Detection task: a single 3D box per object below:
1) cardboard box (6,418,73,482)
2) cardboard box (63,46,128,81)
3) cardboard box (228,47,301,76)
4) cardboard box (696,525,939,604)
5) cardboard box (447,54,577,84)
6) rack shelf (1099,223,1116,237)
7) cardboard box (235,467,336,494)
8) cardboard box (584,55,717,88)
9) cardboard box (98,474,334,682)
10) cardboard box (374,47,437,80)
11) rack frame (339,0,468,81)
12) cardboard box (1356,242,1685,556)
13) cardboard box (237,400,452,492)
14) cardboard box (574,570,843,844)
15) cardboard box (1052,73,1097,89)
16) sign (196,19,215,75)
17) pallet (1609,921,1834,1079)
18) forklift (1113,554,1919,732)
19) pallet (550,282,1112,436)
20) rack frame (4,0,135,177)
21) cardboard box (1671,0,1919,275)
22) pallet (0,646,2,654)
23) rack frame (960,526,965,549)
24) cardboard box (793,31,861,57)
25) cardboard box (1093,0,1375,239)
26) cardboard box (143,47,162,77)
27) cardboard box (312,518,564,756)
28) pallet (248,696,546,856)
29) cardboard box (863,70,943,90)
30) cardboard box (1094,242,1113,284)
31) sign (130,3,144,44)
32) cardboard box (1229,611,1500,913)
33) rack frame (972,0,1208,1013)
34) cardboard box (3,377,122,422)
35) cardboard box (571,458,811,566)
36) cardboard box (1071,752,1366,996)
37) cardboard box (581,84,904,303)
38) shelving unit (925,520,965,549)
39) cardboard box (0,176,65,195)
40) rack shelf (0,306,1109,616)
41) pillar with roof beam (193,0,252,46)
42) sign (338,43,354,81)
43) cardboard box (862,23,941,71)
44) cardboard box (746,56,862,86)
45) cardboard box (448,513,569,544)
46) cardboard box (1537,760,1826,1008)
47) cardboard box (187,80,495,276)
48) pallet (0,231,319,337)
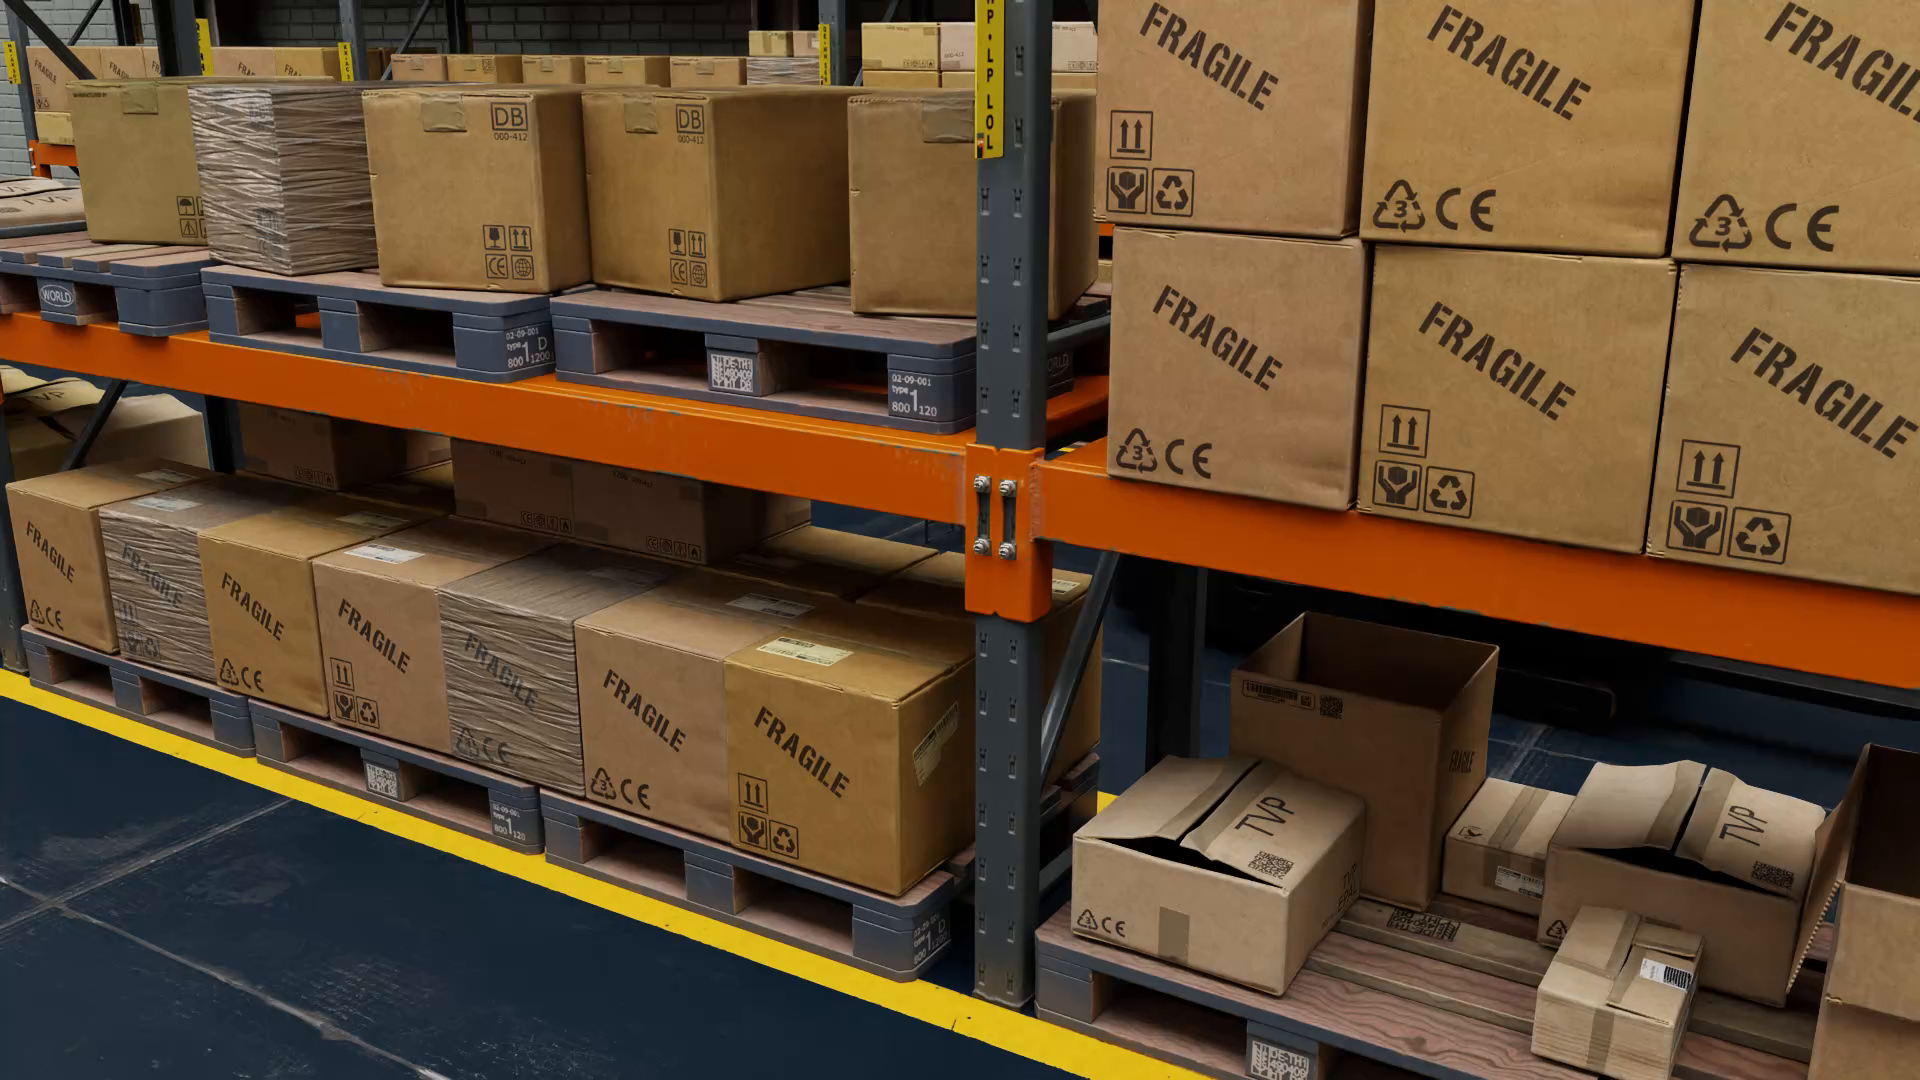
[{"bbox_3d":[-3.640,-0.265,6.136,0.500,0.311,0.500,11,20,31],"label":"cardboard box"},{"bbox_3d":[-6.627,-3.609,13.034,0.500,0.500,0.500,10,20,30],"label":"cardboard box"},{"bbox_3d":[-4.877,-3.295,12.001,0.500,0.500,0.500,10,20,30],"label":"cardboard box"},{"bbox_3d":[-0.401,0.289,4.812,0.500,0.500,0.500,10,20,31],"label":"cardboard box"},{"bbox_3d":[-2.995,-3.014,11.214,0.500,0.500,0.700,13,21,36],"label":"cardboard box"},{"bbox_3d":[1.229,-1.672,8.961,4.000,0.370,1.077,10,20,30],"label":"rack shelf"},{"bbox_3d":[-2.145,-0.023,5.840,0.500,0.500,0.500,11,20,32],"label":"cardboard box"},{"bbox_3d":[-1.954,-2.831,10.612,0.500,0.500,0.700,10,20,30],"label":"cardboard box"},{"bbox_3d":[-2.377,0.111,5.398,0.500,0.500,0.500,9,19,28],"label":"cardboard box"},{"bbox_3d":[-4.175,-3.348,12.176,0.500,0.500,0.500,10,19,29],"label":"cardboard box"},{"bbox_3d":[-3.884,-2.928,11.861,0.127,3.000,1.000,10,20,30],"label":"rack frame"},{"bbox_3d":[1.074,-0.310,3.068,0.500,0.500,0.500,11,20,31],"label":"cardboard box"},{"bbox_3d":[-2.094,-0.374,5.706,0.500,0.250,0.500,11,20,32],"label":"cardboard box"},{"bbox_3d":[-0.643,0.420,4.381,0.500,0.500,0.500,10,20,30],"label":"cardboard box"},{"bbox_3d":[0.669,-2.225,8.826,0.500,0.500,0.500,10,20,30],"label":"cardboard box"},{"bbox_3d":[-2.789,-1.745,6.108,0.005,0.325,0.100,10,20,30],"label":"sign"},{"bbox_3d":[1.972,1.140,3.265,1.213,0.211,1.003,10,20,30],"label":"pallet"},{"bbox_3d":[2.084,-0.962,5.504,3.031,2.935,1.130,11,20,33],"label":"forklift"},{"bbox_3d":[-0.280,-0.541,4.331,1.213,0.211,1.003,10,20,30],"label":"pallet"},{"bbox_3d":[-7.292,-3.537,13.864,0.127,3.000,1.000,10,20,30],"label":"rack frame"},{"bbox_3d":[1.476,-0.712,2.673,0.500,0.500,0.500,9,19,28],"label":"cardboard box"},{"bbox_3d":[-3.746,0.107,6.666,1.213,0.211,1.003,10,20,30],"label":"pallet"},{"bbox_3d":[0.066,-0.562,7.168,0.006,1.200,0.240,10,20,30],"label":"rack frame"},{"bbox_3d":[-0.785,-2.934,9.833,0.250,0.149,0.380,7,18,23],"label":"cardboard box"},{"bbox_3d":[0.598,-0.869,3.189,0.500,0.500,0.500,11,20,31],"label":"cardboard box"},{"bbox_3d":[-5.744,-3.453,12.521,0.500,0.500,0.500,11,20,32],"label":"cardboard box"},{"bbox_3d":[-1.505,0.267,4.886,0.500,0.500,0.500,9,19,28],"label":"cardboard box"},{"bbox_3d":[-1.413,0.550,5.206,1.213,0.211,1.003,10,20,30],"label":"pallet"},{"bbox_3d":[-0.195,-2.382,9.345,0.500,0.500,0.500,11,20,32],"label":"cardboard box"},{"bbox_3d":[0.826,-1.213,9.190,0.750,0.750,0.750,10,20,30],"label":"cardboard box"},{"bbox_3d":[-6.985,-4.377,14.092,0.005,0.325,0.100,10,20,30],"label":"sign"},{"bbox_3d":[0.978,0.518,4.060,0.500,0.500,0.500,10,20,30],"label":"cardboard box"},{"bbox_3d":[0.344,-0.484,3.814,0.127,3.000,1.000,10,20,30],"label":"rack frame"},{"bbox_3d":[-3.809,-0.476,6.832,0.500,0.311,0.500,10,19,29],"label":"cardboard box"},{"bbox_3d":[-0.793,-0.143,4.946,0.500,0.250,0.500,10,20,30],"label":"cardboard box"},{"bbox_3d":[0.589,0.709,3.754,0.500,0.311,0.500,10,20,30],"label":"cardboard box"},{"bbox_3d":[-0.562,-0.949,4.451,0.500,0.500,0.700,14,22,39],"label":"cardboard box"},{"bbox_3d":[-0.012,-0.576,7.214,0.189,1.200,0.258,10,20,30],"label":"shelving unit"},{"bbox_3d":[-3.725,-1.234,6.436,0.500,0.311,0.500,10,19,29],"label":"cardboard box"},{"bbox_3d":[-1.360,-0.444,4.920,4.000,0.370,1.077,10,20,30],"label":"rack shelf"},{"bbox_3d":[-8.496,-5.449,9.837,0.400,9.000,9.100,10,20,30],"label":"pillar with roof beam"},{"bbox_3d":[-4.161,-3.207,11.289,0.005,0.325,0.100,10,20,30],"label":"sign"},{"bbox_3d":[-0.199,-2.741,9.236,0.500,0.250,0.500,11,20,31],"label":"cardboard box"},{"bbox_3d":[-0.881,-2.647,10.007,0.500,0.500,0.700,8,18,24],"label":"cardboard box"},{"bbox_3d":[-1.253,0.134,5.322,0.500,0.500,0.500,9,19,28],"label":"cardboard box"},{"bbox_3d":[1.617,0.722,3.711,0.500,0.311,0.500,10,20,30],"label":"cardboard box"},{"bbox_3d":[-1.789,-1.087,4.904,0.500,0.500,0.700,15,22,40],"label":"cardboard box"},{"bbox_3d":[-2.450,-0.915,5.563,1.003,0.211,1.213,10,20,30],"label":"pallet"}]
